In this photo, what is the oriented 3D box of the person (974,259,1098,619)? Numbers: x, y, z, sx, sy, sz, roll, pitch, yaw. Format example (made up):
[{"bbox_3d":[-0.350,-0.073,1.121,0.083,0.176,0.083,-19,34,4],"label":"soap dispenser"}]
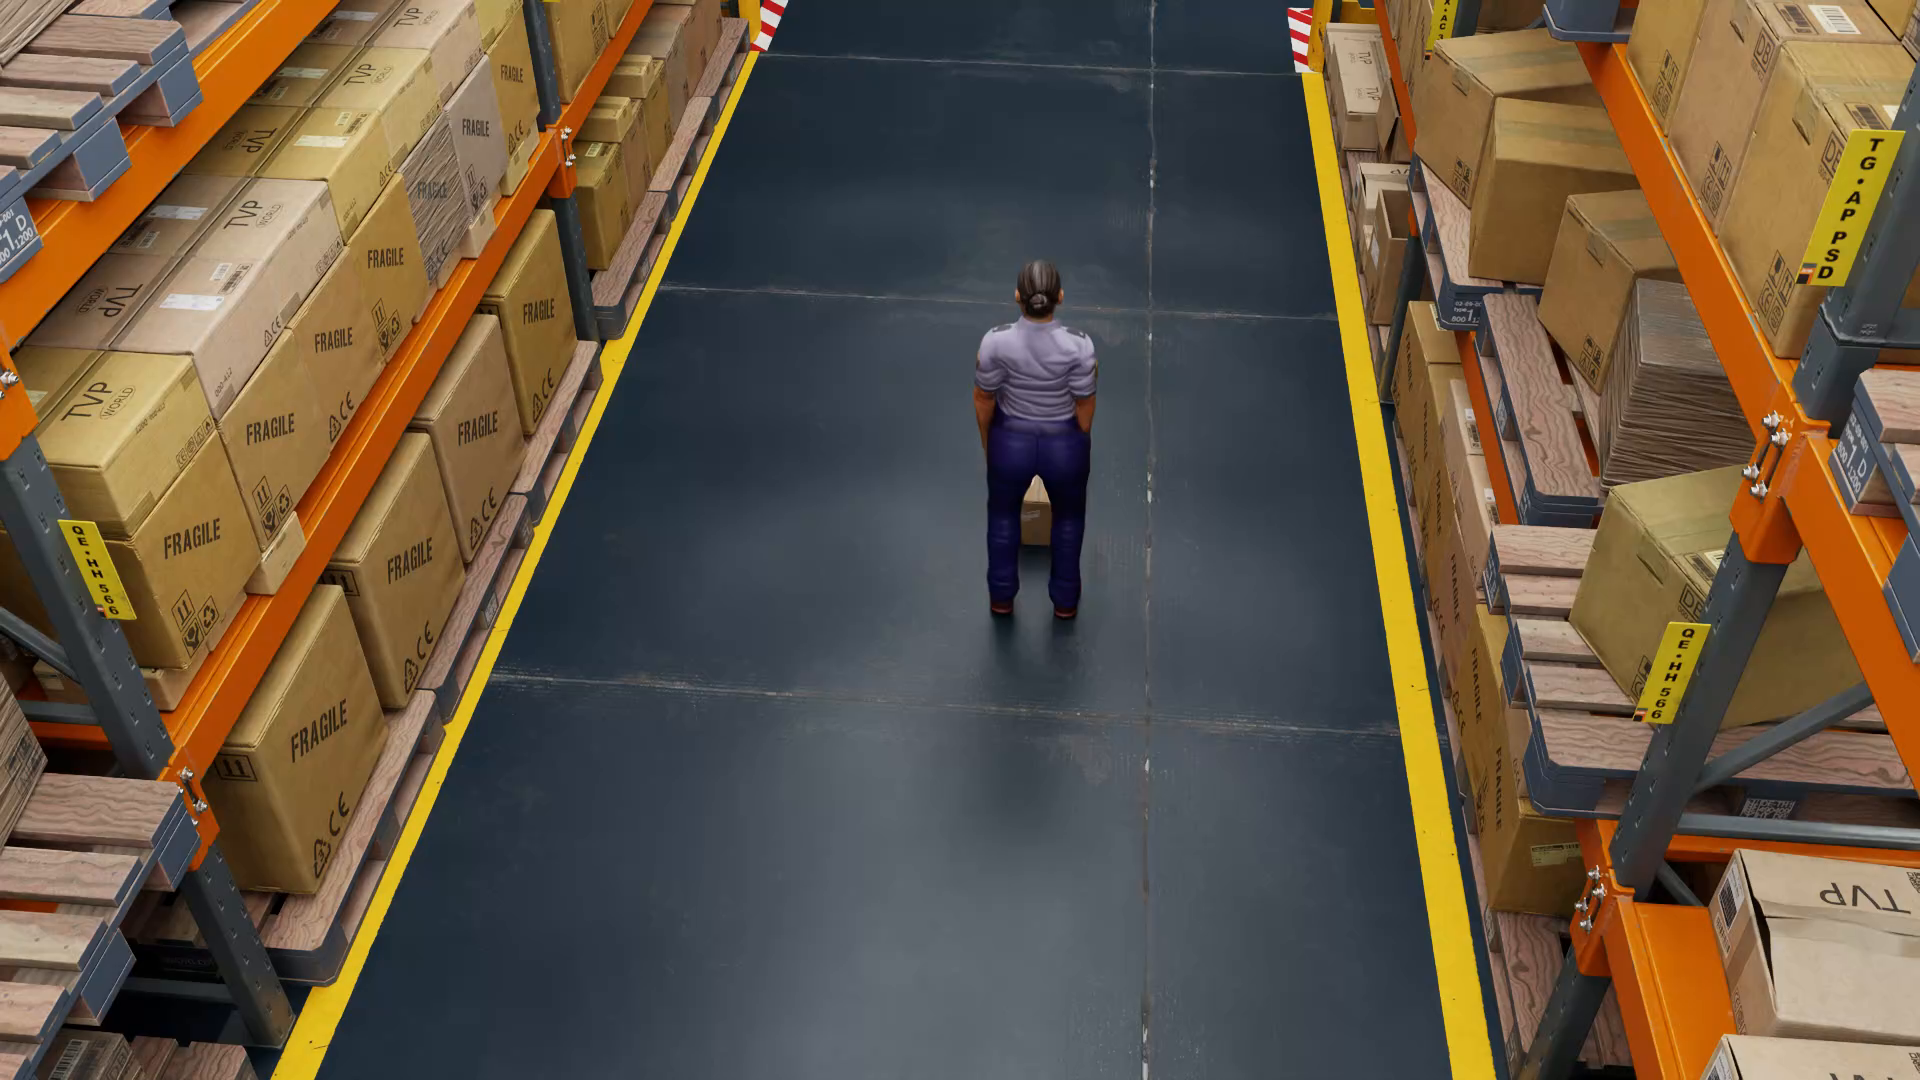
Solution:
[{"bbox_3d":[0.291,-0.370,6.617,0.476,1.637,0.339,4,40,5],"label":"person"}]
